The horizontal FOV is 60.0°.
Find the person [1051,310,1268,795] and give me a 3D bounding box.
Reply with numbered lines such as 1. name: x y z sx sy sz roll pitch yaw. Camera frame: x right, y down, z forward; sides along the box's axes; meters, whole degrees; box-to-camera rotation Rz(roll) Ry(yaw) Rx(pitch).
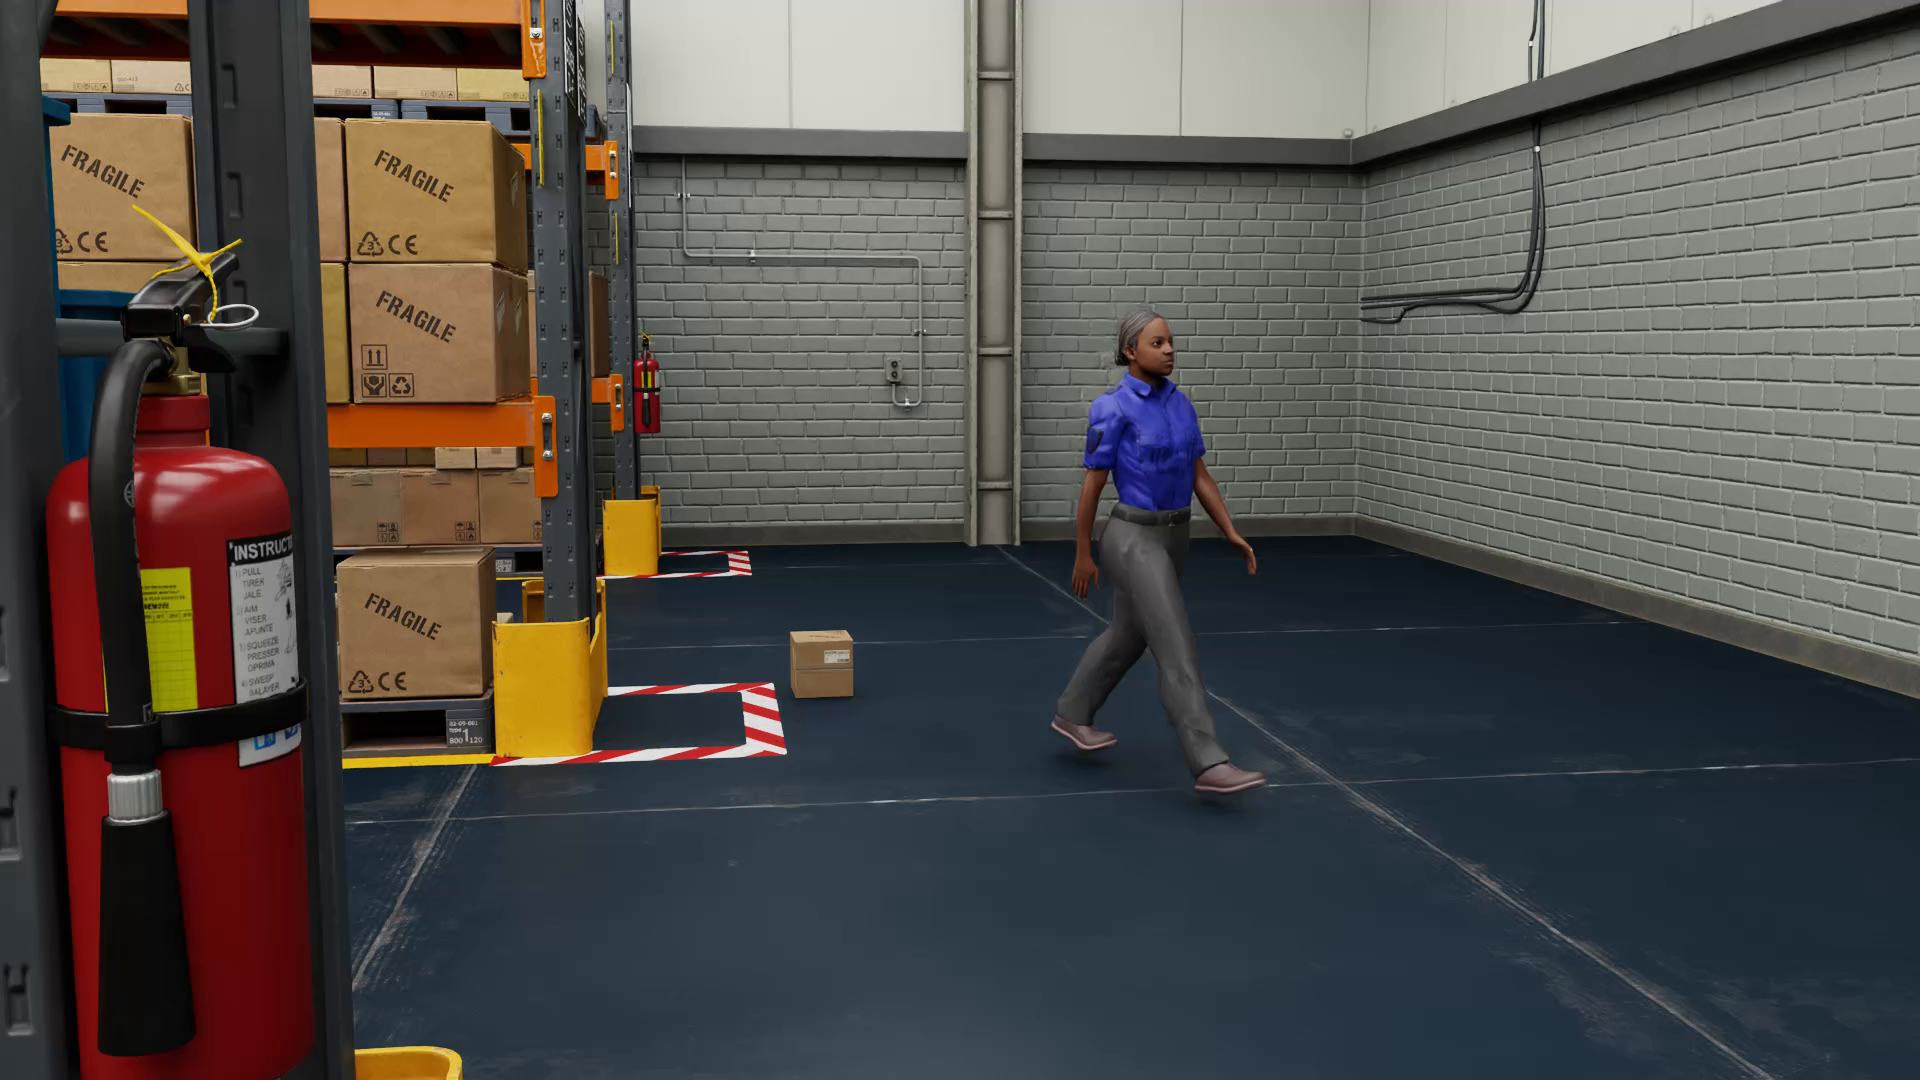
1. person: 0.685 0.017 5.681 1.043 1.594 0.458 6 9 43
